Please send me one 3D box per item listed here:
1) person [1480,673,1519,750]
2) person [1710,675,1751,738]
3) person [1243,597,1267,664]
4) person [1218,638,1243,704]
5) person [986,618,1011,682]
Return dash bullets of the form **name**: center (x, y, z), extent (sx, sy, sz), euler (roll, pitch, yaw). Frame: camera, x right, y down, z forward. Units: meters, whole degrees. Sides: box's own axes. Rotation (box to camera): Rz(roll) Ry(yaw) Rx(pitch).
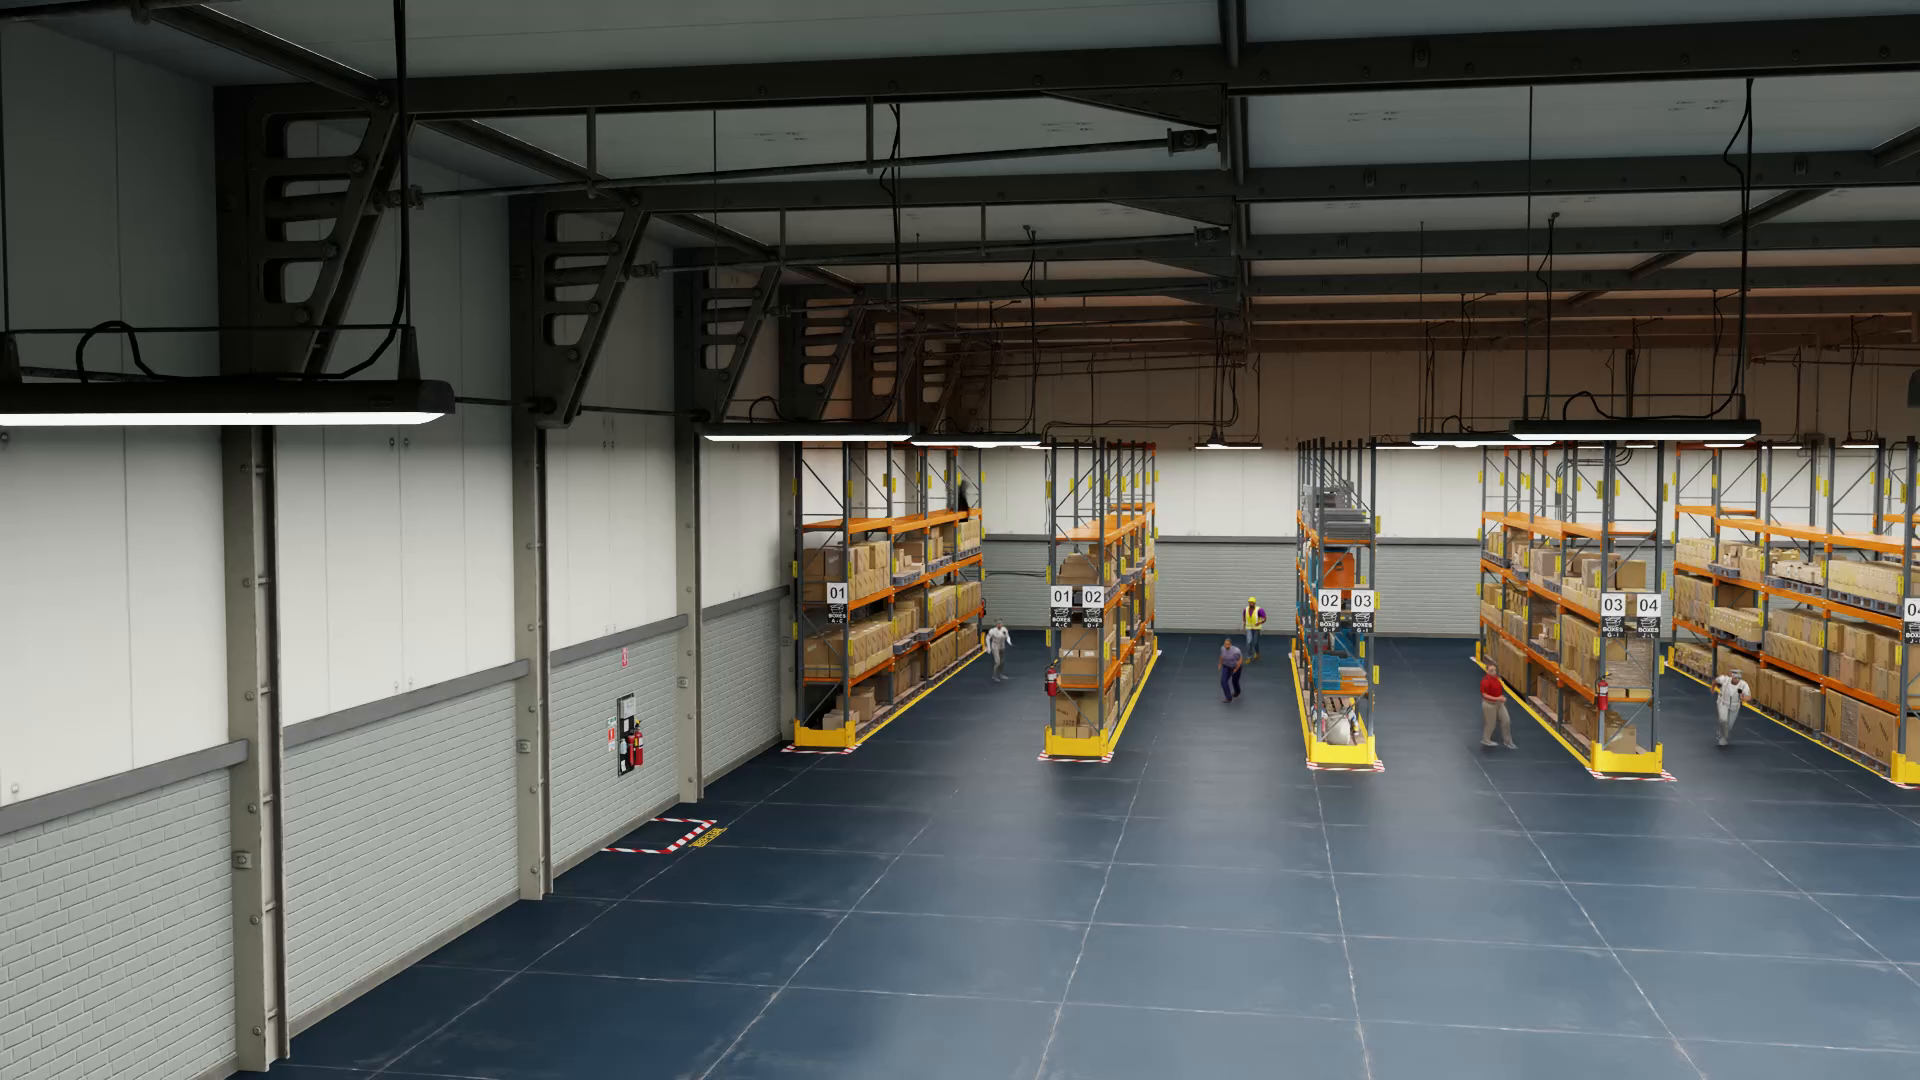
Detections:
- **person**: center (10.265, 3.303, 32.042), extent (0.857, 1.541, 0.670), euler (-2, 4, -36)
- **person**: center (14.953, 3.198, 32.238), extent (0.624, 1.422, 1.106), euler (1, 3, 14)
- **person**: center (8.009, 2.452, 45.228), extent (0.685, 1.804, 0.831), euler (1, 3, 22)
- **person**: center (6.263, 2.956, 38.093), extent (0.597, 1.508, 1.007), euler (2, 3, 29)
- **person**: center (0.967, 2.752, 41.665), extent (0.634, 1.647, 0.673), euler (-2, 3, -30)
